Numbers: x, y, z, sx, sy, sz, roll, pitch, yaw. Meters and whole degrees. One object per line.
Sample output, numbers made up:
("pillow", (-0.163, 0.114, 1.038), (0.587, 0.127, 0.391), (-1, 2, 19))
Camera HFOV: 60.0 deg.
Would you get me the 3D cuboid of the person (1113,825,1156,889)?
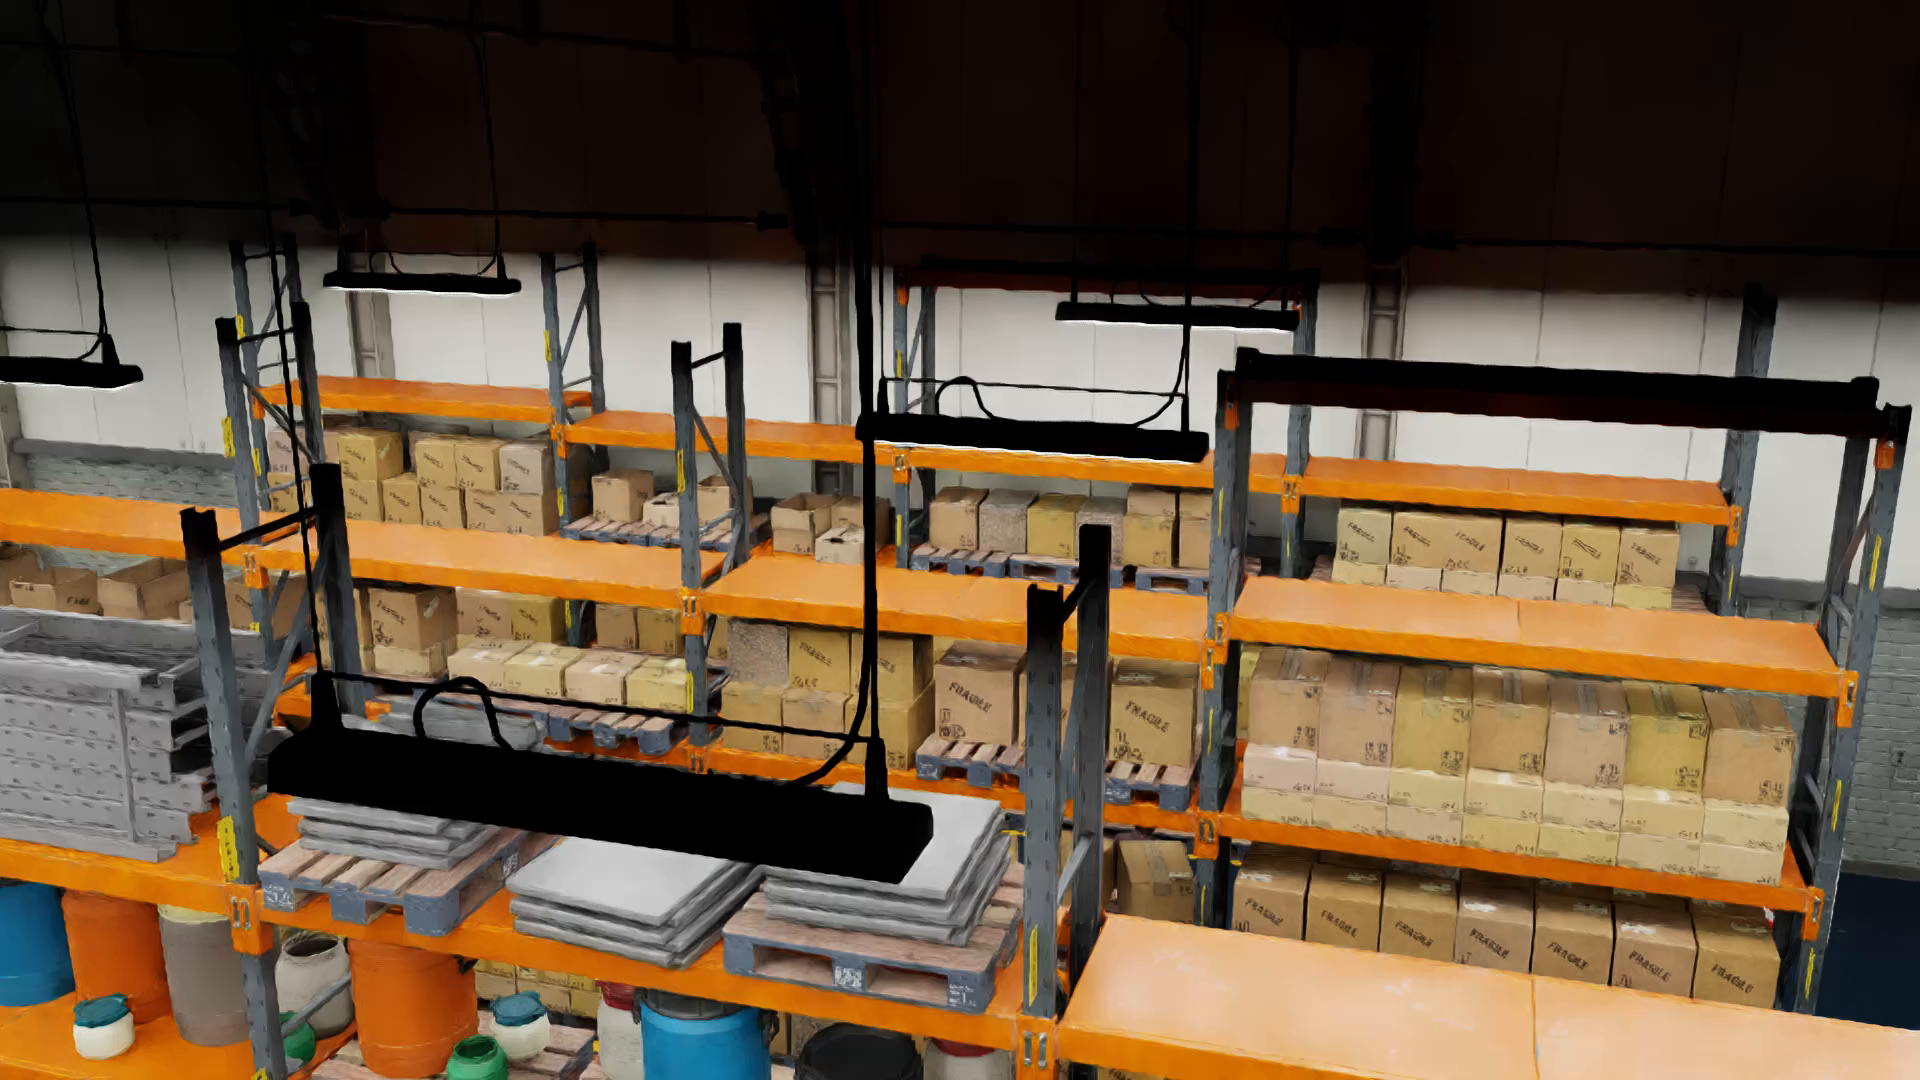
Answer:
("person", (1.609, 3.145, 14.580), (0.551, 1.782, 0.636), (-14, 21, -41))
